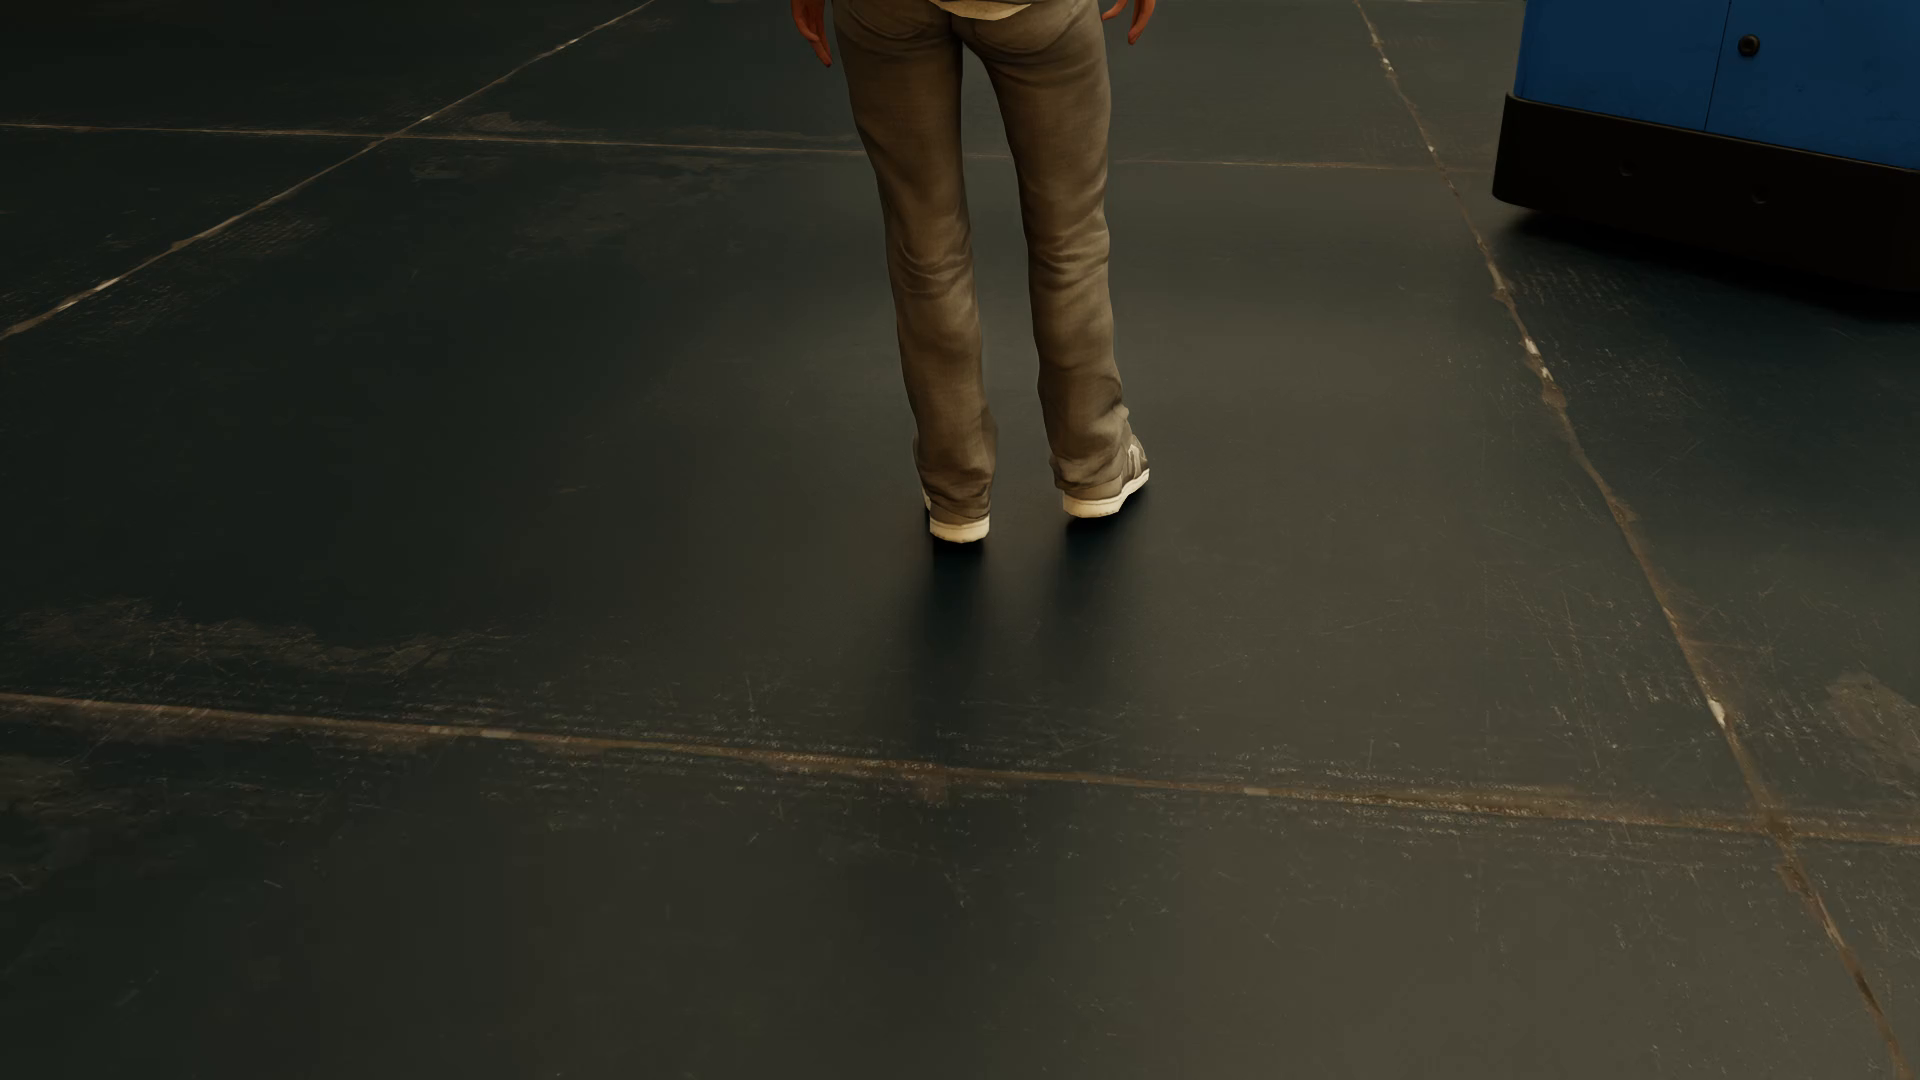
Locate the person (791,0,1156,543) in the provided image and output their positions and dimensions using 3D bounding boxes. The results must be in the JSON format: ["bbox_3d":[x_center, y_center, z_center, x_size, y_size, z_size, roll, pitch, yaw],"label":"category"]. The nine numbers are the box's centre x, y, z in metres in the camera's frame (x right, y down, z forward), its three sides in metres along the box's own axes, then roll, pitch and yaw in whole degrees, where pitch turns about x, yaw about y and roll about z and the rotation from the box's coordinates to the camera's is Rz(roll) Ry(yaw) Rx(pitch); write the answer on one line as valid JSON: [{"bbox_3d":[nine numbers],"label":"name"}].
[{"bbox_3d":[0.024,-0.753,2.204,0.521,1.596,0.475,3,27,7],"label":"person"}]

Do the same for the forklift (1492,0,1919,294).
[{"bbox_3d":[2.728,-2.336,3.900,3.031,2.935,1.130,-21,33,-36],"label":"forklift"}]
